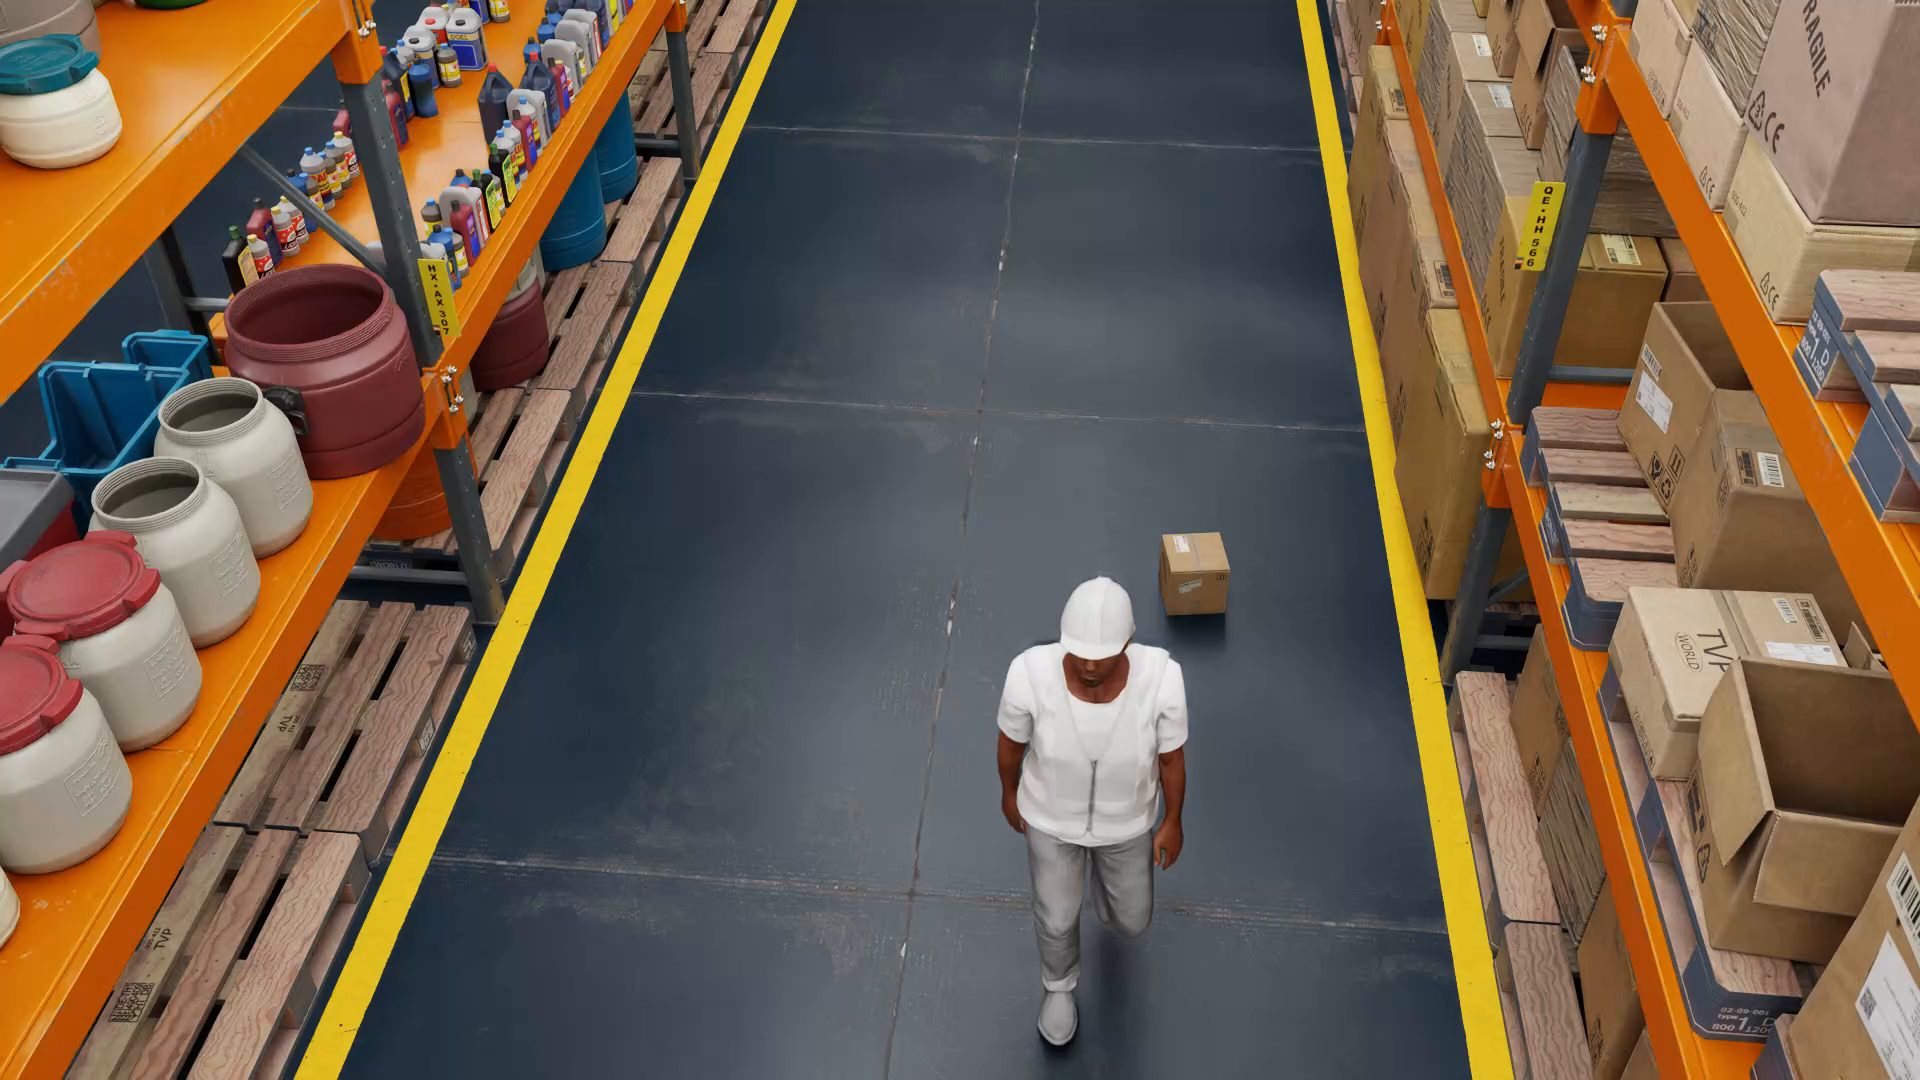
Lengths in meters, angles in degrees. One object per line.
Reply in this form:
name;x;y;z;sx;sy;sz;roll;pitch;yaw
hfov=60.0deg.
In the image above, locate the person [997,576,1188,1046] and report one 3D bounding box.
person;0.402;0.802;5.139;0.584;1.751;0.649;1;40;2
